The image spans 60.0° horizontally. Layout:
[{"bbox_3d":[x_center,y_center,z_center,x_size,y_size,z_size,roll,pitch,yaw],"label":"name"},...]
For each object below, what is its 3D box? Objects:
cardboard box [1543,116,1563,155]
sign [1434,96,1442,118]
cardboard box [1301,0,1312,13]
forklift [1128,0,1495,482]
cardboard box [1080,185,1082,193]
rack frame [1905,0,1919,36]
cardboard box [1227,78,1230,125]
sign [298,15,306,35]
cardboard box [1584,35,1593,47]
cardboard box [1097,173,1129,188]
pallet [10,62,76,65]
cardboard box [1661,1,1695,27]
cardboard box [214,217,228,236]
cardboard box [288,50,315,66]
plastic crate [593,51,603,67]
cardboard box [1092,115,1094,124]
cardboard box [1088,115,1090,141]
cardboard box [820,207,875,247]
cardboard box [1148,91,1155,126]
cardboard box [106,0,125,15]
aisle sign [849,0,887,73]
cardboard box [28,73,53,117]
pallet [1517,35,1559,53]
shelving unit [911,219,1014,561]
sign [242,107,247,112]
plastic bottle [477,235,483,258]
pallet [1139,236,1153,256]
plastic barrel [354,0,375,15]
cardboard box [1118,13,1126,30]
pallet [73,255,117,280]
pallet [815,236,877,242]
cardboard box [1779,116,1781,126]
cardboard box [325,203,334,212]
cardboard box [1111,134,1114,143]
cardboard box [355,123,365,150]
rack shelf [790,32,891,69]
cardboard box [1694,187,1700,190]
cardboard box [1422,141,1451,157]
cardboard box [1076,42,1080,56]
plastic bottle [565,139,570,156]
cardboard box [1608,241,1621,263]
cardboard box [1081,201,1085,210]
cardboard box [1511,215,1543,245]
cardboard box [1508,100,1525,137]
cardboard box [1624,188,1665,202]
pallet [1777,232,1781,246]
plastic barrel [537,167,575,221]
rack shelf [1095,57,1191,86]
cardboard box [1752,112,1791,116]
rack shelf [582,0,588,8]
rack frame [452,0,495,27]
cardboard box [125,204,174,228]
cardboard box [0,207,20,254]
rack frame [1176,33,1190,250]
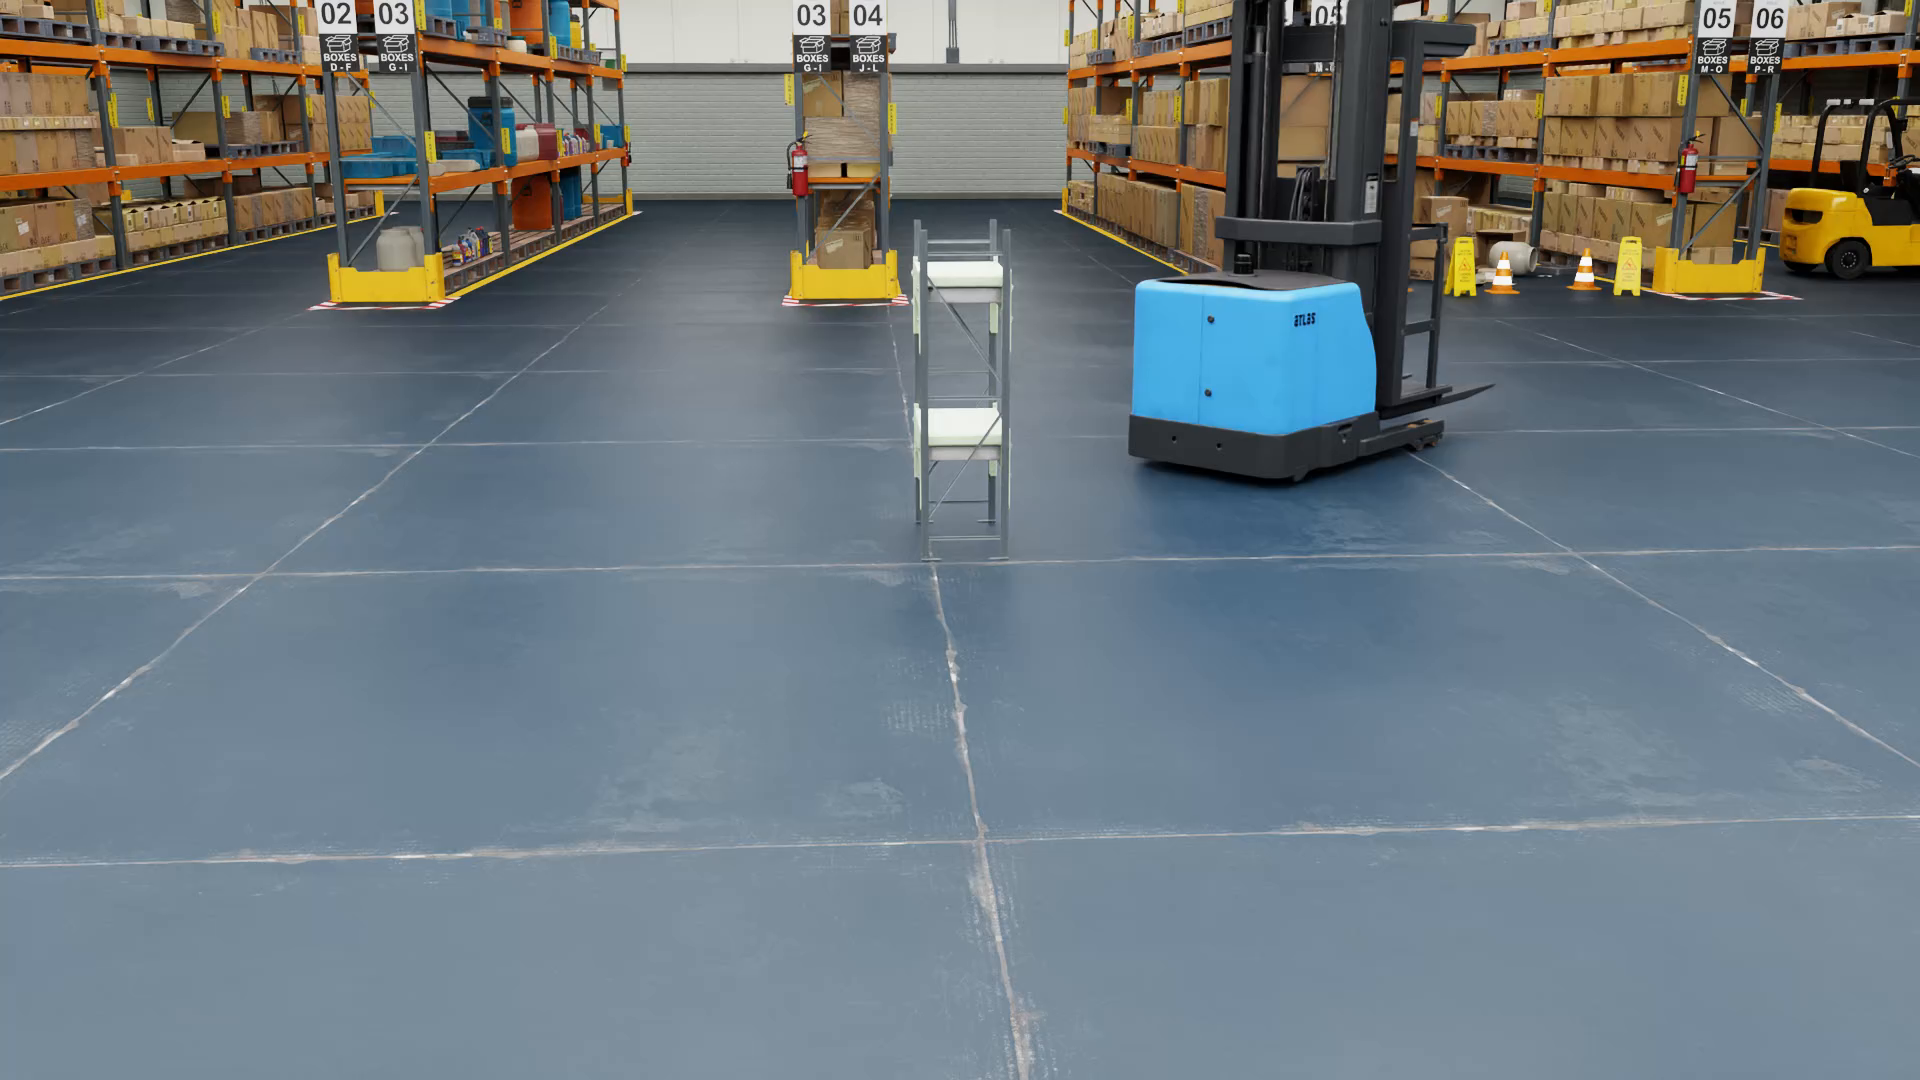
[{"bbox_3d":[8.109,-5.376,22.103,0.500,0.500,0.500,-1,14,-4],"label":"cardboard box"},{"bbox_3d":[7.559,-6.843,26.280,0.100,0.325,0.005,-1,14,-3],"label":"sign"},{"bbox_3d":[3.973,-5.874,18.276,0.380,0.149,0.250,-1,14,-3],"label":"cardboard box"},{"bbox_3d":[2.346,-2.037,10.063,1.130,2.935,3.031,13,19,41],"label":"forklift"},{"bbox_3d":[2.494,-6.704,31.746,0.380,0.149,0.250,-1,14,-5],"label":"cardboard box"},{"bbox_3d":[13.314,-8.280,22.148,1.000,3.000,0.127,-1,14,-3],"label":"rack frame"},{"bbox_3d":[3.563,-5.025,19.067,0.875,0.550,0.550,-1,14,-3],"label":"cardboard box"},{"bbox_3d":[-11.360,-8.885,28.691,0.100,0.325,0.005,-1,14,-3],"label":"sign"},{"bbox_3d":[8.197,-6.358,21.202,0.380,0.149,0.250,0,14,-2],"label":"cardboard box"},{"bbox_3d":[2.712,-6.353,29.368,0.500,0.250,0.500,-2,15,-6],"label":"cardboard box"},{"bbox_3d":[-16.971,-8.820,30.446,1.003,0.211,1.213,-1,14,-3],"label":"pallet"},{"bbox_3d":[8.307,-5.949,18.814,0.500,0.250,0.500,-1,14,-4],"label":"cardboard box"},{"bbox_3d":[-11.390,-4.732,25.071,0.500,0.250,0.500,-1,14,-2],"label":"cardboard box"},{"bbox_3d":[-11.697,-8.486,29.271,0.500,0.250,0.500,-1,14,-3],"label":"cardboard box"},{"bbox_3d":[-6.773,-8.760,30.295,0.497,0.269,0.590,-1,14,-3],"label":"plastic crate"},{"bbox_3d":[2.519,-7.381,29.159,0.380,0.149,0.250,0,14,-2],"label":"cardboard box"},{"bbox_3d":[2.618,-7.493,30.333,0.500,0.500,0.500,-1,14,-3],"label":"cardboard box"},{"bbox_3d":[-1.547,-4.300,22.851,0.700,0.500,0.500,-2,15,-8],"label":"cardboard box"},{"bbox_3d":[3.229,-6.485,25.005,0.700,0.500,0.500,-1,14,-4],"label":"cardboard box"},{"bbox_3d":[-11.475,-7.234,22.055,0.500,0.500,0.500,1,14,2],"label":"cardboard box"},{"bbox_3d":[-0.980,-5.397,17.767,0.394,0.787,0.004,-1,14,-3],"label":"aisle sign"},{"bbox_3d":[-11.321,-5.308,19.834,0.700,0.500,0.500,-1,14,-3],"label":"cardboard box"},{"bbox_3d":[8.428,-6.814,22.847,1.213,0.211,1.003,-1,14,-3],"label":"pallet"},{"bbox_3d":[0.000,-0.725,7.833,0.431,1.500,0.755,-1,14,-3],"label":"shelving unit"},{"bbox_3d":[-12.455,-7.391,28.994,0.100,0.325,0.005,-1,14,-3],"label":"sign"},{"bbox_3d":[-6.083,-3.722,21.040,0.061,0.283,0.133,0,14,0],"label":"plastic bottle"},{"bbox_3d":[3.224,-4.340,24.470,1.003,0.211,1.213,-1,14,-3],"label":"pallet"},{"bbox_3d":[-6.383,-6.056,17.818,0.600,0.830,0.708,-1,14,-3],"label":"plastic barrel"},{"bbox_3d":[2.794,-8.478,27.202,0.396,0.266,0.258,-1,14,-3],"label":"cardboard box"},{"bbox_3d":[-11.411,-3.443,20.985,1.003,0.211,1.213,-1,14,-3],"label":"pallet"},{"bbox_3d":[-1.659,-4.291,24.281,1.003,0.211,1.213,-1,14,-3],"label":"pallet"},{"bbox_3d":[12.851,-6.518,25.838,0.380,0.149,0.250,0,14,-2],"label":"cardboard box"},{"bbox_3d":[-11.788,-6.145,30.694,0.380,0.166,0.250,-1,14,-3],"label":"cardboard box"},{"bbox_3d":[2.659,-6.513,26.983,0.380,0.149,0.250,-1,14,-2],"label":"cardboard box"},{"bbox_3d":[-11.827,-7.789,32.078,0.500,0.500,0.500,-1,14,-3],"label":"cardboard box"},{"bbox_3d":[-1.407,-5.751,19.782,1.077,0.370,4.000,-1,14,-3],"label":"rack shelf"},{"bbox_3d":[12.776,-6.057,28.420,0.380,0.149,0.250,-1,14,-4],"label":"cardboard box"},{"bbox_3d":[7.822,-6.341,26.952,0.500,0.250,0.500,-1,14,-5],"label":"cardboard box"},{"bbox_3d":[2.503,-9.433,31.948,0.500,0.250,0.500,-1,14,-3],"label":"cardboard box"},{"bbox_3d":[-6.512,-6.460,27.362,0.152,0.276,0.135,-1,14,-3],"label":"plastic bottle"},{"bbox_3d":[8.265,-3.500,20.284,0.500,0.250,0.500,-1,14,-3],"label":"cardboard box"},{"bbox_3d":[2.502,-6.357,31.594,0.380,0.149,0.250,-1,14,-4],"label":"cardboard box"},{"bbox_3d":[8.325,-4.358,23.376,0.950,0.372,0.625,-1,14,-3],"label":"cardboard box"},{"bbox_3d":[8.071,-5.928,23.404,0.500,0.500,0.500,-1,14,-3],"label":"cardboard box"},{"bbox_3d":[8.208,-4.137,19.953,0.380,0.149,0.250,0,14,-2],"label":"cardboard box"},{"bbox_3d":[13.151,-4.511,25.135,1.003,0.211,1.213,-1,14,-3],"label":"pallet"},{"bbox_3d":[-6.909,-5.933,28.433,0.600,0.901,0.708,-1,14,-3],"label":"plastic barrel"},{"bbox_3d":[3.054,-7.792,27.715,1.077,0.370,4.000,-1,14,-3],"label":"rack shelf"},{"bbox_3d":[13.191,-6.752,27.204,0.500,0.500,0.500,0,14,-1],"label":"cardboard box"},{"bbox_3d":[-6.846,-8.923,26.894,1.077,0.370,4.000,-1,14,-3],"label":"rack shelf"},{"bbox_3d":[-6.474,-7.973,20.955,1.000,3.000,0.127,-1,14,-3],"label":"rack frame"},{"bbox_3d":[-11.254,-4.495,23.028,0.500,0.311,0.500,-1,14,-5],"label":"cardboard box"},{"bbox_3d":[-11.014,-3.493,18.754,0.500,0.500,0.500,-1,14,-3],"label":"cardboard box"},{"bbox_3d":[3.426,-5.195,22.199,1.000,3.000,0.127,-1,14,-3],"label":"rack frame"}]
